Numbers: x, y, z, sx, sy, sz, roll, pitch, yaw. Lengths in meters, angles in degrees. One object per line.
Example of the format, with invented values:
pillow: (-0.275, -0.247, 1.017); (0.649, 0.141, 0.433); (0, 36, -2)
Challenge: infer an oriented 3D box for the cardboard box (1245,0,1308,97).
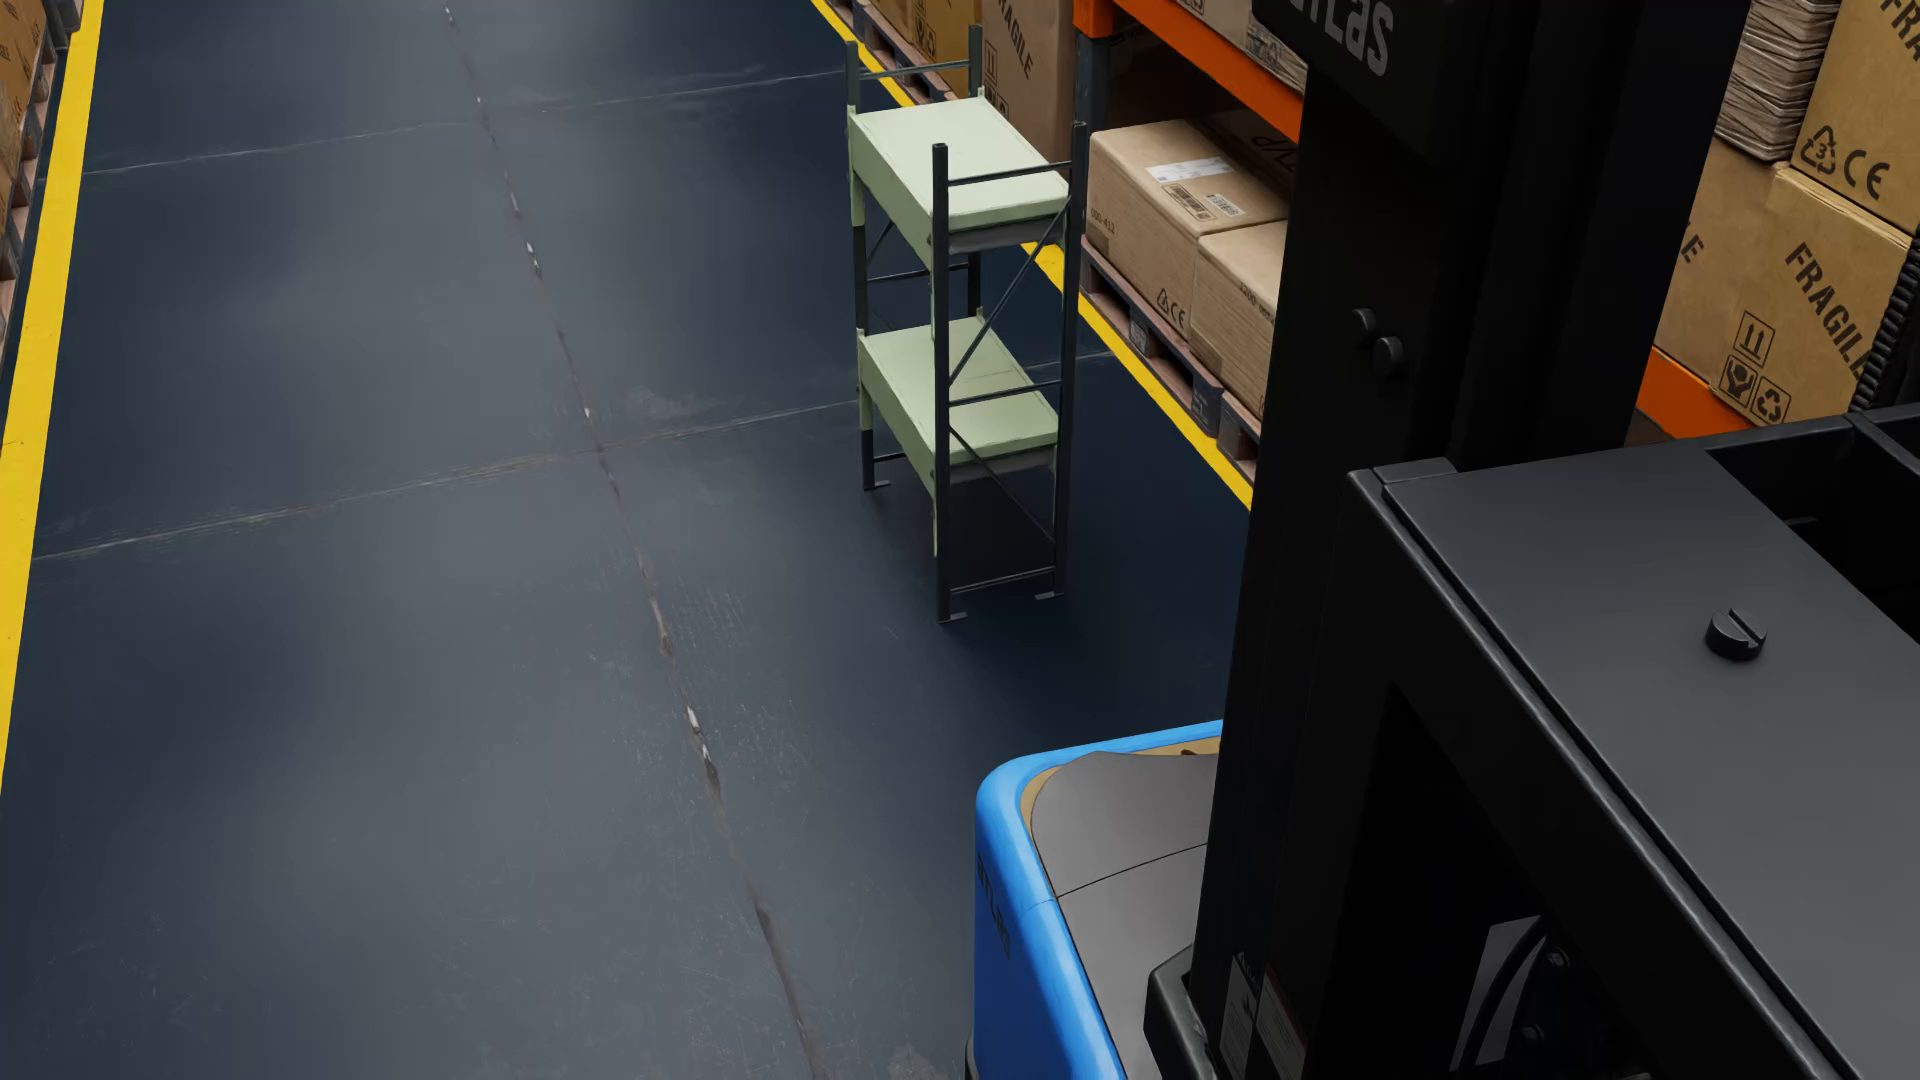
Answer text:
cardboard box: (1.180, -1.581, 4.773); (0.500, 0.500, 0.500); (-12, 39, -16)

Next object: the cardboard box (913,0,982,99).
cardboard box: (0.324, -2.589, 7.611); (0.875, 0.875, 0.875); (-11, 38, -15)

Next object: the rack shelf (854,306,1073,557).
rack shelf: (-0.002, -0.342, 5.000); (0.431, 0.370, 0.720); (-12, 39, -16)

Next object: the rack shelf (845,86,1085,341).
rack shelf: (-0.002, -0.915, 4.569); (0.431, 0.370, 0.720); (-12, 39, -16)

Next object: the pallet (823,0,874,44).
pallet: (-0.246, -3.113, 9.207); (1.003, 0.211, 1.213); (-12, 39, -16)

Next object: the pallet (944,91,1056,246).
pallet: (0.594, -1.734, 7.377); (1.003, 0.211, 1.213); (-12, 39, -16)

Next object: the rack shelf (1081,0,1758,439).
rack shelf: (1.618, -1.011, 4.697); (1.077, 0.370, 4.000); (-12, 39, -16)

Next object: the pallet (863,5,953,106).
pallet: (0.170, -2.425, 8.294); (1.003, 0.211, 1.213); (-12, 39, -16)

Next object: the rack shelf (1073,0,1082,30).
rack shelf: (0.242, -3.270, 7.697); (1.077, 0.370, 4.000); (-12, 39, -16)

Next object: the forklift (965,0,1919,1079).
forklift: (0.874, 0.868, 1.662); (1.130, 2.935, 3.031); (-9, 38, -12)

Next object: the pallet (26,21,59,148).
pallet: (-4.884, -2.114, 7.882); (1.003, 0.211, 1.213); (-12, 39, -16)

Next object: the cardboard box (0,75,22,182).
cardboard box: (-4.217, -1.763, 6.826); (0.500, 0.500, 0.500); (-14, 39, -18)

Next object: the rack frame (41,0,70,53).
rack frame: (-5.105, -3.658, 7.613); (1.000, 3.000, 0.127); (-12, 39, -16)

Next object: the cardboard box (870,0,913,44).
cardboard box: (0.016, -3.094, 8.282); (0.875, 0.875, 0.875); (-12, 39, -15)

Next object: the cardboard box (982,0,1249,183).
cardboard box: (0.642, -2.081, 6.936); (0.875, 0.875, 0.875); (-11, 38, -15)

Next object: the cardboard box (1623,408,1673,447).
cardboard box: (1.663, -0.180, 4.776); (0.875, 0.438, 0.875); (-11, 38, -15)

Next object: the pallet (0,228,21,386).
pallet: (-4.044, -0.736, 6.052); (1.003, 0.211, 1.213); (-12, 39, -16)

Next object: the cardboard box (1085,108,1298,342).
cardboard box: (1.046, -1.195, 6.124); (0.875, 0.438, 0.875); (-13, 39, -17)

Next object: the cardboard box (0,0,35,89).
cardboard box: (-4.596, -2.348, 7.602); (0.500, 0.500, 0.500); (-13, 39, -17)

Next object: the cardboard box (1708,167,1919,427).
cardboard box: (1.892, -0.426, 3.239); (0.500, 0.500, 0.500); (-12, 39, -16)

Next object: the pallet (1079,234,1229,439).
pallet: (1.118, -0.868, 6.227); (1.003, 0.211, 1.213); (-12, 39, -16)

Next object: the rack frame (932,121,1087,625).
rack frame: (0.124, -0.396, 4.529); (0.400, 1.500, 0.023); (-12, 39, -16)

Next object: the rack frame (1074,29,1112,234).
rack frame: (0.930, -2.428, 5.980); (1.000, 3.000, 0.127); (-12, 39, -16)

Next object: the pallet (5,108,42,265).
pallet: (-4.468, -1.426, 6.968); (1.003, 0.211, 1.213); (-12, 39, -16)

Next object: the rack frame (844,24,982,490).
rack frame: (-0.128, -0.810, 5.078); (0.400, 1.500, 0.023); (-12, 39, -16)

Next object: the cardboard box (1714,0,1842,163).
cardboard box: (1.710, -1.120, 3.329); (0.500, 0.500, 0.500); (-12, 39, -16)

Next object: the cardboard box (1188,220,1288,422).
cardboard box: (1.354, -0.690, 5.453); (0.875, 0.438, 0.875); (-14, 39, -17)

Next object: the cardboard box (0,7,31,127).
cardboard box: (-4.413, -2.053, 7.211); (0.500, 0.500, 0.500); (-11, 38, -14)

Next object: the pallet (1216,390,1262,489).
pallet: (1.542, -0.178, 5.311); (1.003, 0.211, 1.213); (-12, 39, -16)

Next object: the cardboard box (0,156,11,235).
cardboard box: (-4.044, -1.469, 6.435); (0.500, 0.500, 0.500); (-14, 39, -17)

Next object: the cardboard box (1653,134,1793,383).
cardboard box: (1.734, -0.713, 3.620); (0.500, 0.500, 0.500); (-13, 39, -17)

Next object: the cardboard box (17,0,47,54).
cardboard box: (-4.758, -2.633, 7.981); (0.500, 0.500, 0.500); (-11, 38, -15)

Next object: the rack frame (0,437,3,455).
rack frame: (-3.729, -1.398, 4.613); (1.000, 3.000, 0.127); (-12, 39, -16)

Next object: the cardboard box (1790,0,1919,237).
cardboard box: (1.917, -0.831, 2.945); (0.500, 0.500, 0.500); (-11, 38, -14)

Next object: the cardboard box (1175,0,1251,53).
cardboard box: (1.015, -1.863, 5.148); (0.500, 0.500, 0.500); (-12, 39, -16)

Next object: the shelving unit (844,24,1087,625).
shelving unit: (-0.002, -0.603, 4.804); (0.431, 1.500, 0.755); (-12, 39, -16)

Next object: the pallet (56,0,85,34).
pallet: (-5.352, -3.017, 9.080); (1.003, 0.211, 1.213); (-12, 39, -16)
